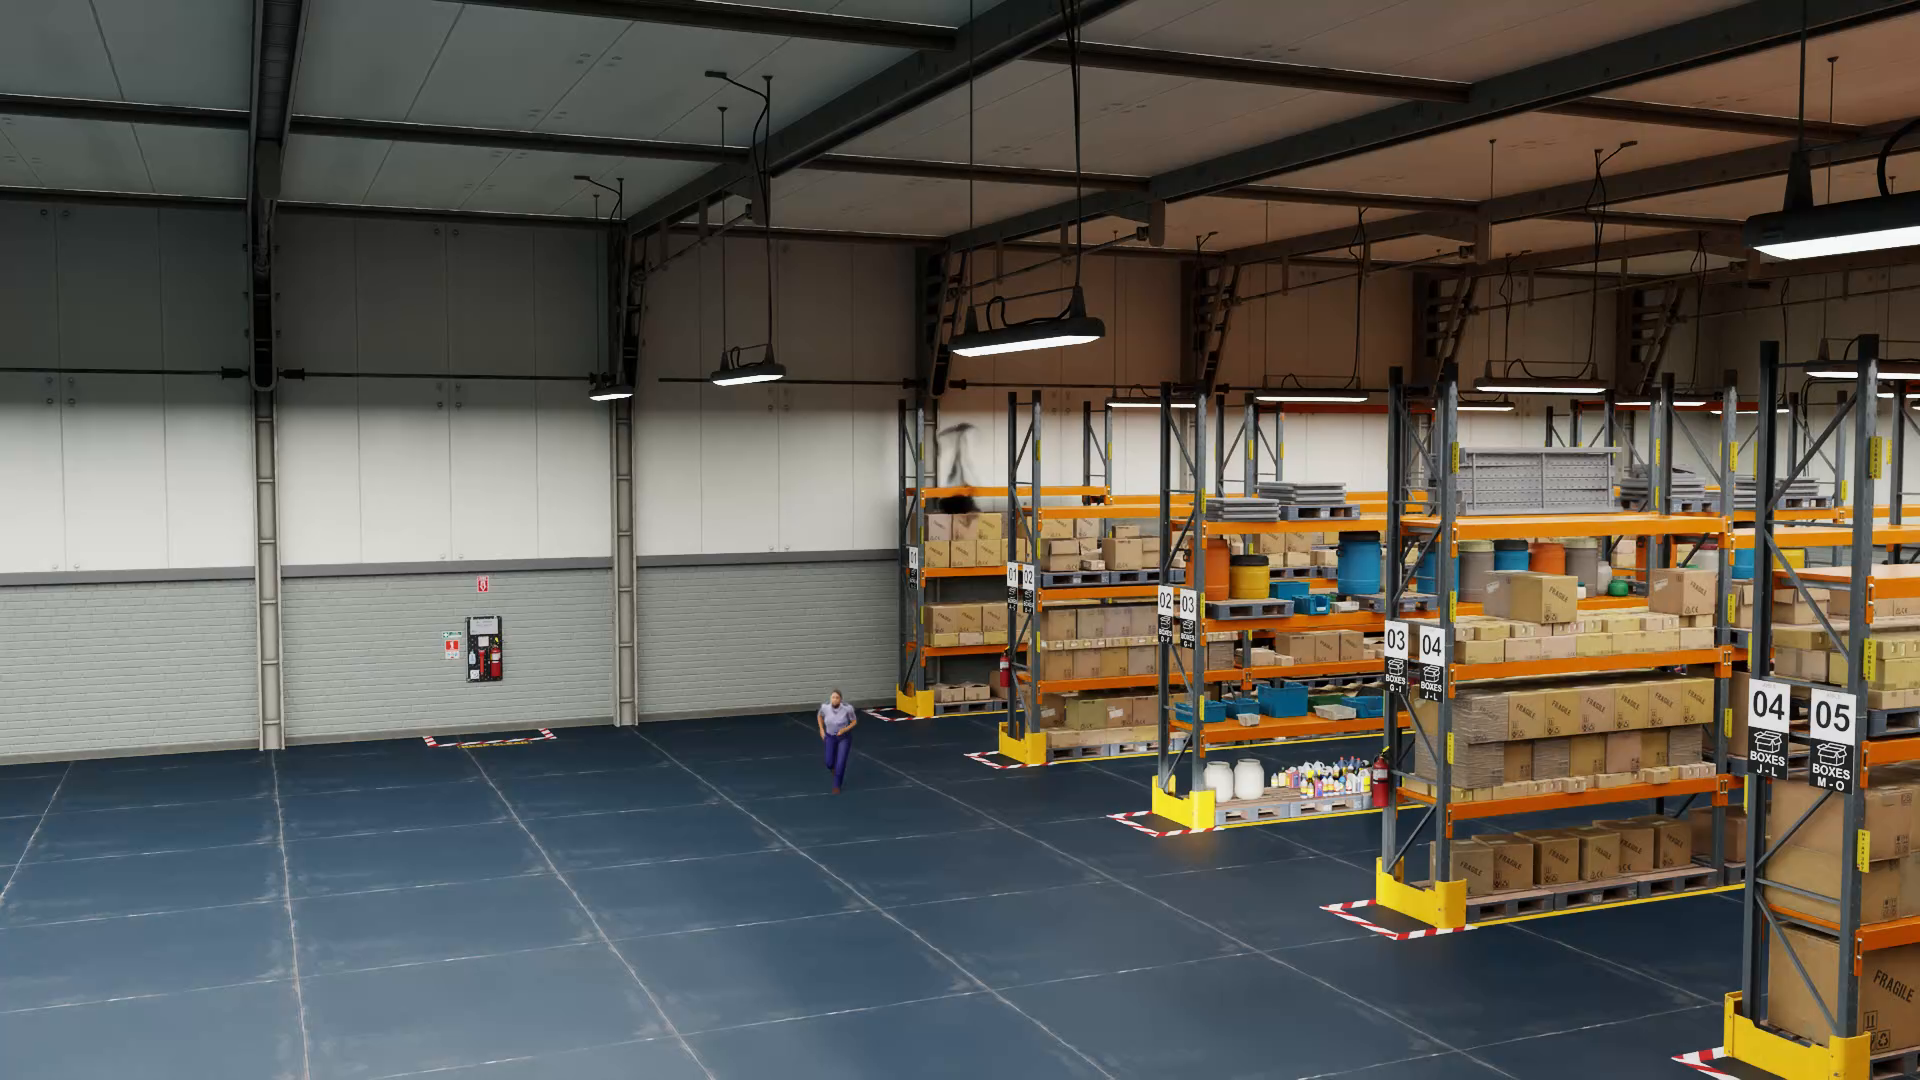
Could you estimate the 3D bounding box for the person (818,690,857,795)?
[{"bbox_3d":[-1.808,2.963,24.488,0.596,1.583,0.694,0,3,1],"label":"person"}]
